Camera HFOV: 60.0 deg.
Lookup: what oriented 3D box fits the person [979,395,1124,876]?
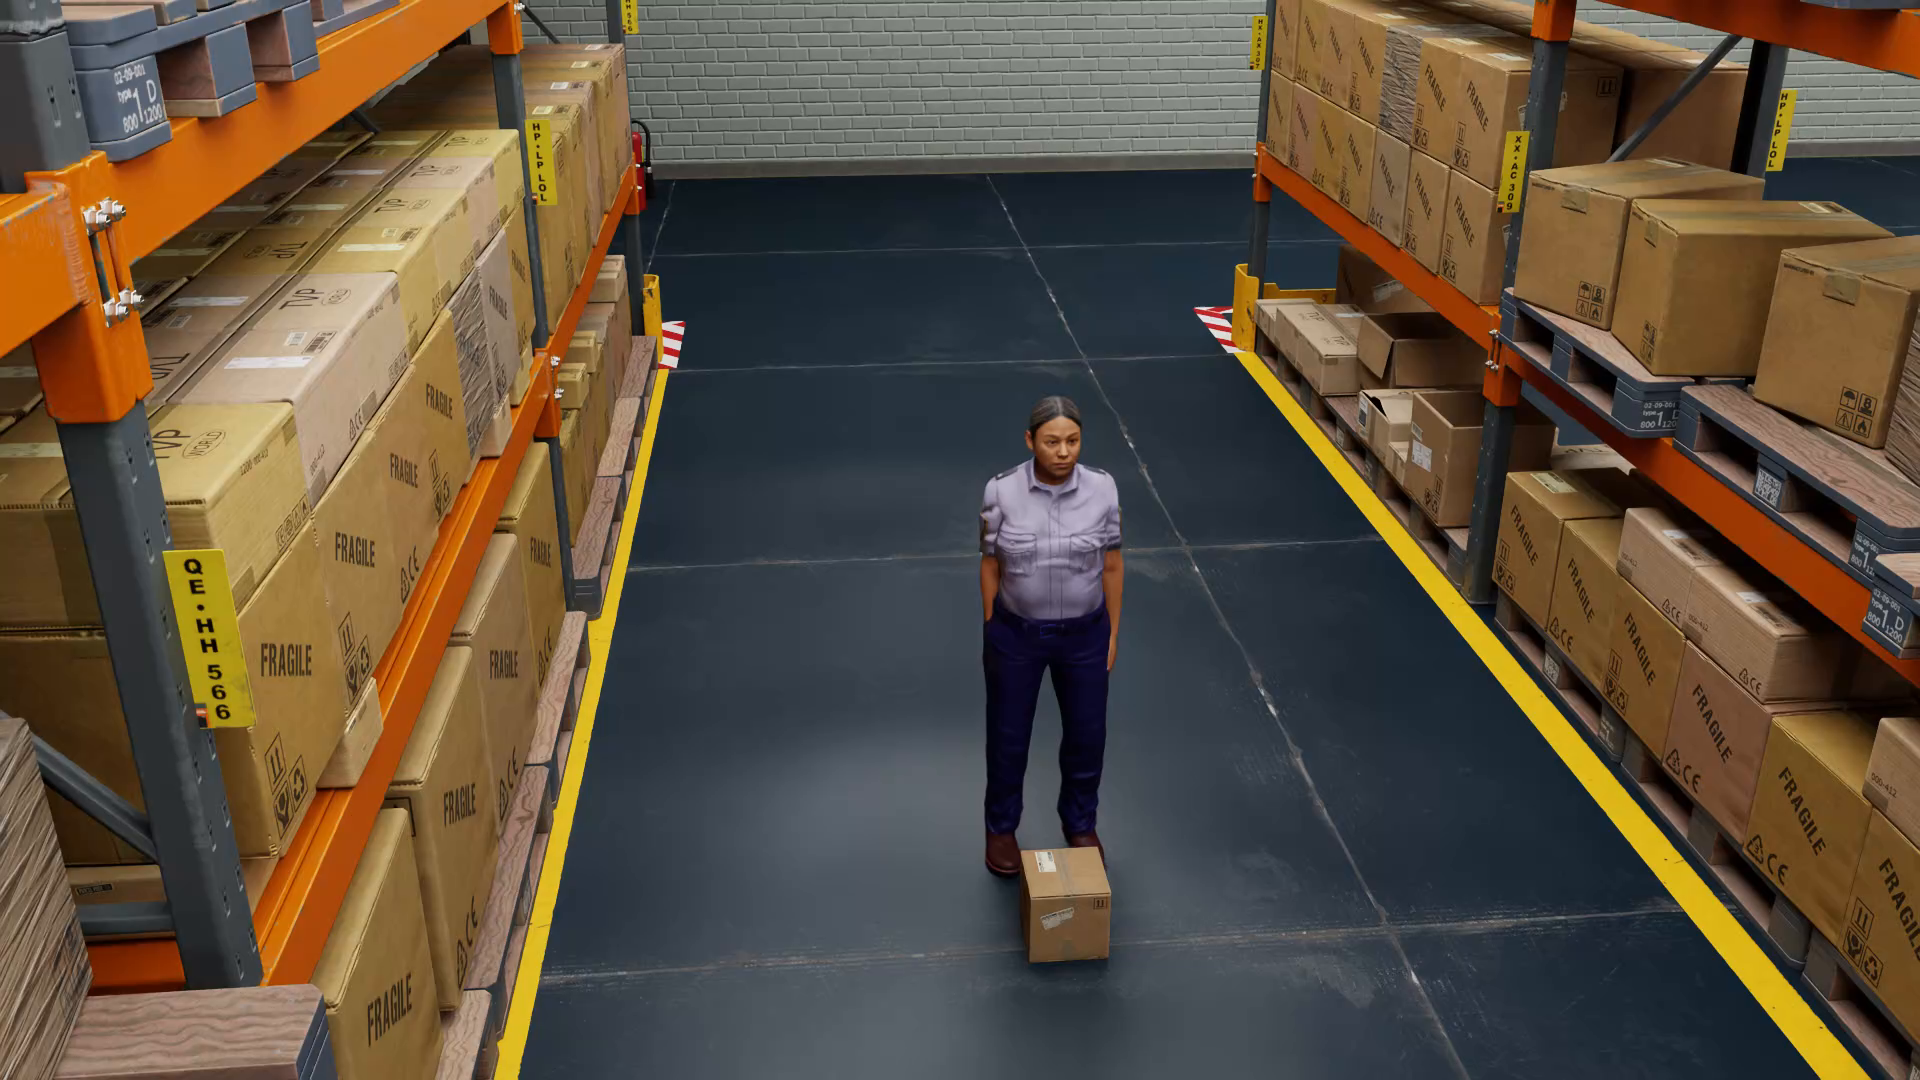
[{"bbox_3d":[0.297,0.329,5.398,0.466,1.659,0.343,-2,24,-4],"label":"person"}]
